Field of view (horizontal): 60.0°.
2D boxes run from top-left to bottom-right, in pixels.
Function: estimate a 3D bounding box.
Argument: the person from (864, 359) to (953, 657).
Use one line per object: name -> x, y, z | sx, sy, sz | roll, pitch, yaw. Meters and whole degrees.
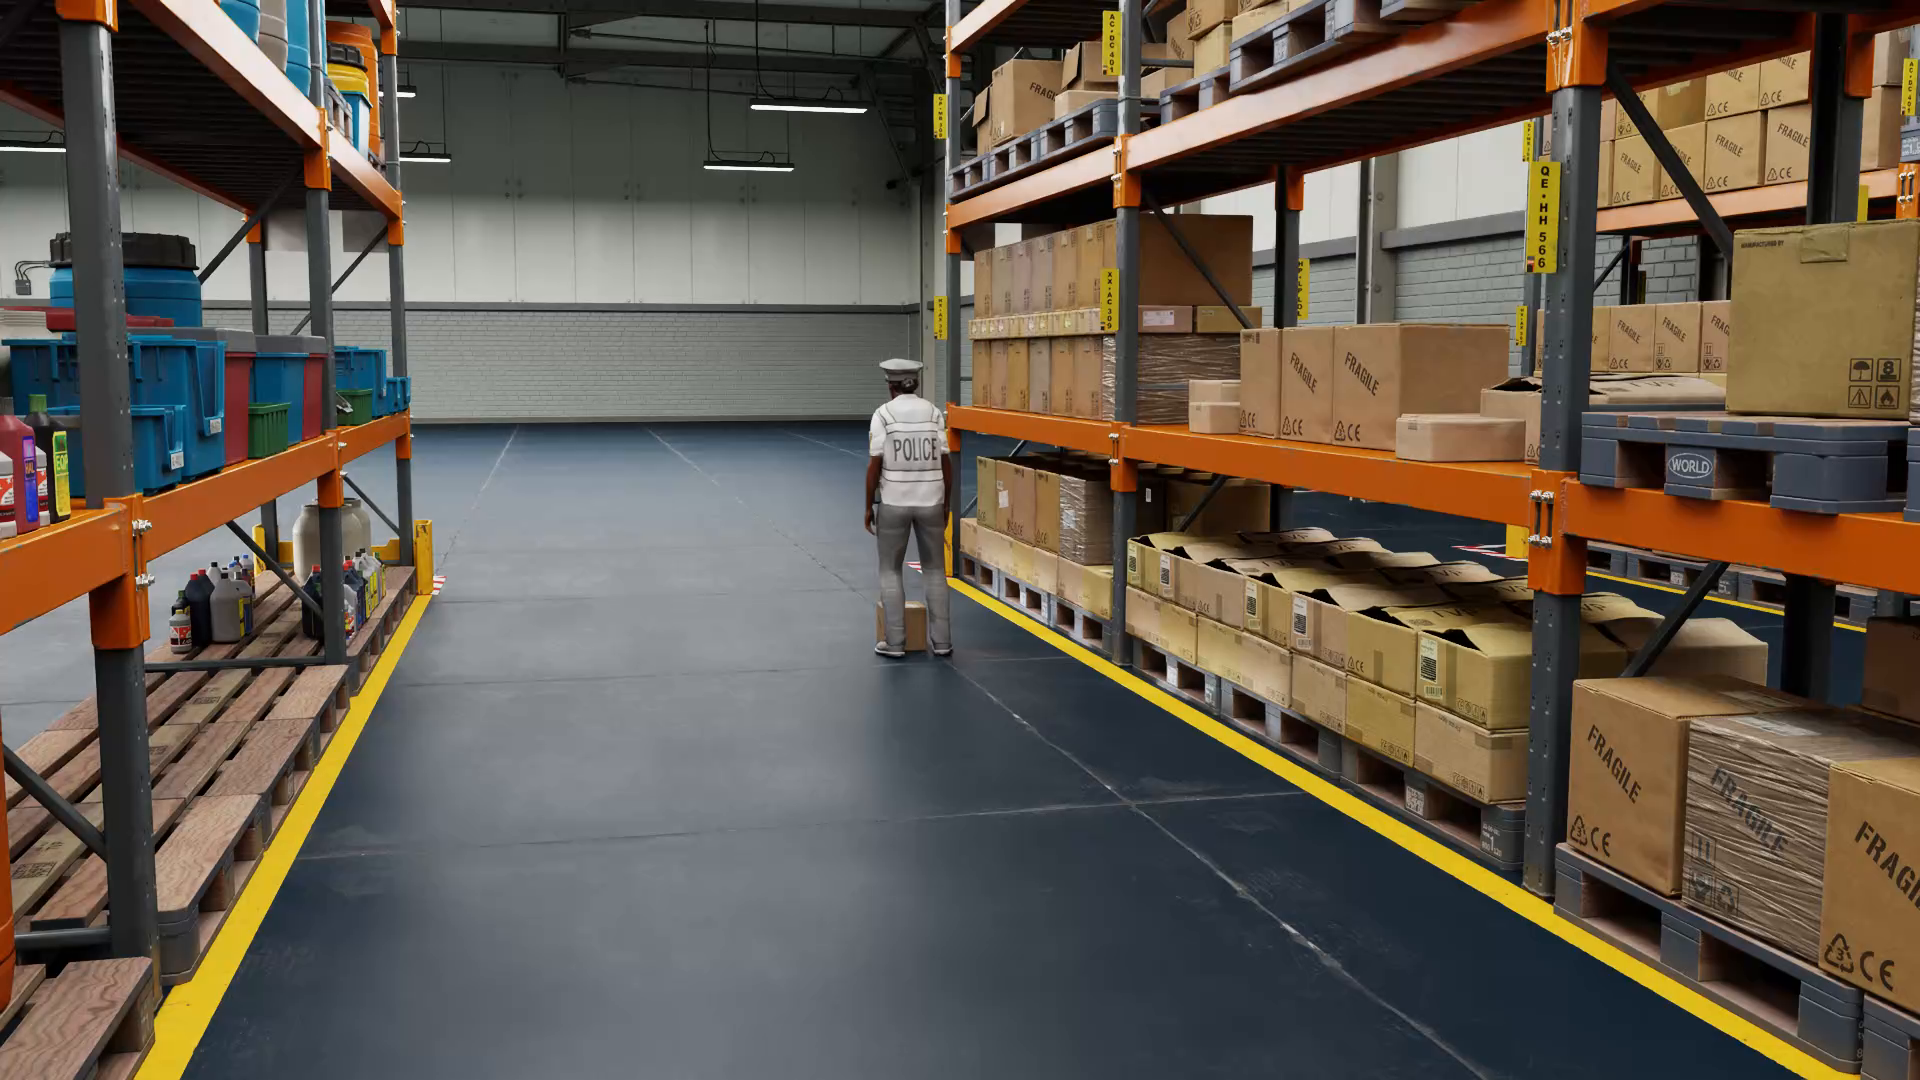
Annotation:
person -> -0.275, -0.179, 9.313 | 0.530, 1.661, 0.391 | -2, 6, -16
